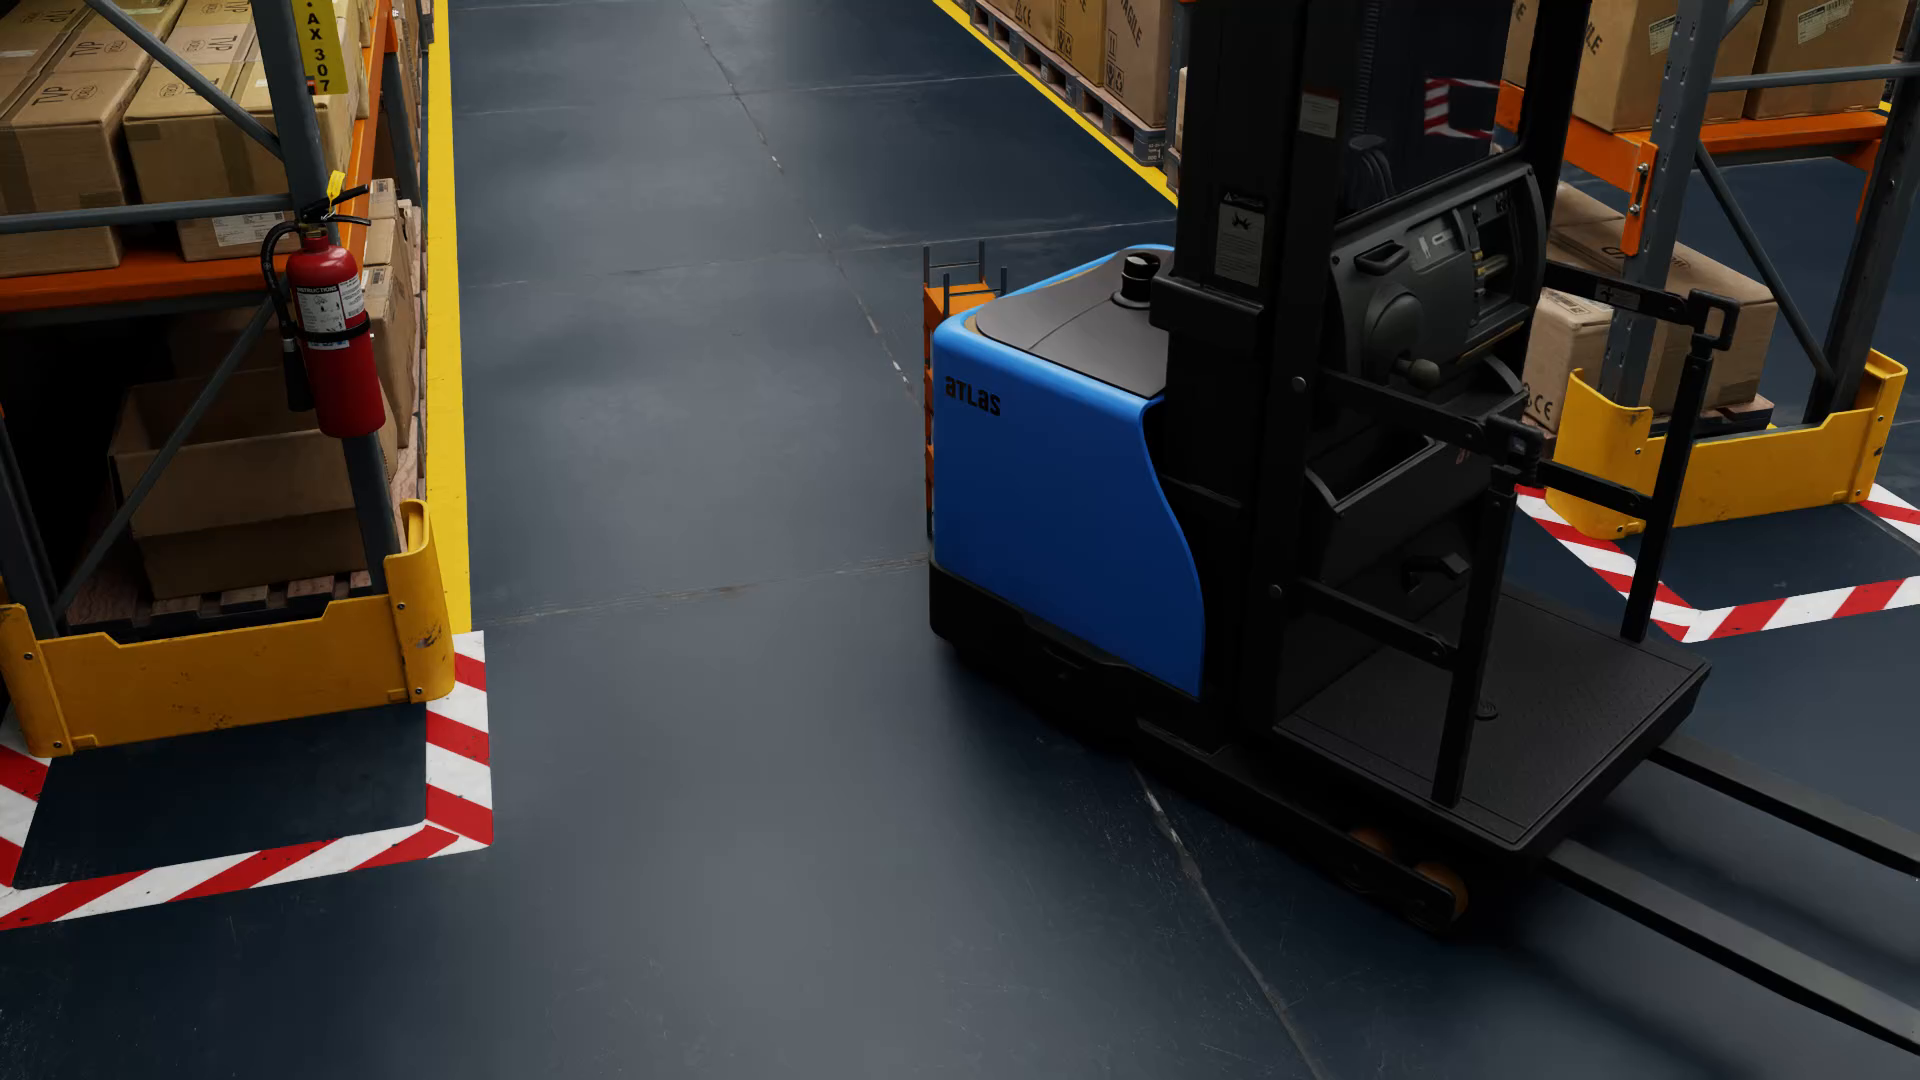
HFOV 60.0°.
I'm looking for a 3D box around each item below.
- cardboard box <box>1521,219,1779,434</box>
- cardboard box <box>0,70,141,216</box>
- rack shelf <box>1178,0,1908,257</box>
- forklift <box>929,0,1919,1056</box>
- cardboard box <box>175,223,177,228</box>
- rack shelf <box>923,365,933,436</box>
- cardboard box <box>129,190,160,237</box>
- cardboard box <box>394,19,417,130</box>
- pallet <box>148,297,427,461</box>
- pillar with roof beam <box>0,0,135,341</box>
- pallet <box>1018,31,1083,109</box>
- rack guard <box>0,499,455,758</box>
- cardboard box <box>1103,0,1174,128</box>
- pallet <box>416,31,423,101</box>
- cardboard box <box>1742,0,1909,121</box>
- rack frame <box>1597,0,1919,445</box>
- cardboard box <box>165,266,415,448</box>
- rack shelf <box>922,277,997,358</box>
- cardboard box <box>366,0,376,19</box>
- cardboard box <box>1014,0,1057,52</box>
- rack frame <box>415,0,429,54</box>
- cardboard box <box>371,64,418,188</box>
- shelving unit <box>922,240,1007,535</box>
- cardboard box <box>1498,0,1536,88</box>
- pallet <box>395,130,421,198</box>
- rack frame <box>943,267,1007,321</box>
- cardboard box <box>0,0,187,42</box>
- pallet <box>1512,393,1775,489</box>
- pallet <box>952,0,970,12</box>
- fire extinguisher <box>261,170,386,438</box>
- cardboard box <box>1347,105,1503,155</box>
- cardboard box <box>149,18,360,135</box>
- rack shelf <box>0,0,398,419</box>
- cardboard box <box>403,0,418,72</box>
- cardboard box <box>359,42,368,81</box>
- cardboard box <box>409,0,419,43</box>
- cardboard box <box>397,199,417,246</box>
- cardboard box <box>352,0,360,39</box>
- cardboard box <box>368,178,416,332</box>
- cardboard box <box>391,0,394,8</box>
[{"bbox_3d":[2.422,-0.839,6.344,0.875,0.438,0.875,-9,31,-15],"label":"cardboard box"},{"bbox_3d":[-2.469,-1.050,4.423,0.500,0.250,0.500,-7,31,-12],"label":"cardboard box"},{"bbox_3d":[2.163,-2.116,7.129,1.077,0.370,4.000,-8,31,-13],"label":"rack shelf"},{"bbox_3d":[1.310,-0.604,3.868,3.031,2.935,1.130,26,39,37],"label":"forklift"},{"bbox_3d":[-2.026,-1.003,4.739,0.380,0.149,0.250,-7,31,-12],"label":"cardboard box"},{"bbox_3d":[0.014,-0.419,5.448,0.215,0.259,0.240,-8,31,-13],"label":"rack shelf"},{"bbox_3d":[-2.446,-0.946,4.640,0.380,0.149,0.250,-7,31,-12],"label":"cardboard box"},{"bbox_3d":[-3.343,-2.592,9.310,0.500,0.500,0.500,-9,31,-15],"label":"cardboard box"},{"bbox_3d":[-2.644,-0.602,6.580,1.003,0.211,1.213,-8,31,-13],"label":"pallet"},{"bbox_3d":[0.314,-5.444,6.173,9.100,9.000,0.400,-8,31,-13],"label":"pillar with roof beam"},{"bbox_3d":[1.027,-3.139,10.963,1.003,0.211,1.213,-8,31,-13],"label":"pallet"},{"bbox_3d":[-2.111,0.246,4.826,1.175,0.500,0.348,-8,31,-13],"label":"rack guard"},{"bbox_3d":[1.390,-2.944,9.544,0.875,0.875,0.875,-7,31,-12],"label":"cardboard box"},{"bbox_3d":[-4.053,-3.091,10.879,1.003,0.211,1.213,-8,31,-13],"label":"pallet"},{"bbox_3d":[2.843,-1.774,5.722,0.500,0.500,0.500,-8,31,-14],"label":"cardboard box"},{"bbox_3d":[2.694,-1.461,5.280,1.000,3.000,0.127,-8,31,-13],"label":"rack frame"},{"bbox_3d":[-2.351,-0.625,5.912,0.700,0.500,0.500,-7,31,-11],"label":"cardboard box"},{"bbox_3d":[0.014,-0.665,5.306,0.215,0.259,0.240,-8,31,-13],"label":"rack shelf"},{"bbox_3d":[-2.642,-2.257,6.906,0.380,0.149,0.250,-7,31,-12],"label":"cardboard box"},{"bbox_3d":[0.906,-3.811,11.042,0.875,0.875,0.875,-7,31,-13],"label":"cardboard box"},{"bbox_3d":[-4.214,-4.663,10.812,1.000,3.000,0.127,-8,31,-13],"label":"rack frame"},{"bbox_3d":[-3.064,-2.095,8.451,0.500,0.500,0.500,-7,31,-11],"label":"cardboard box"},{"bbox_3d":[0.014,-0.429,5.442,0.215,1.050,0.252,-8,31,-13],"label":"shelving unit"},{"bbox_3d":[2.192,-1.947,6.019,0.500,0.500,0.500,-8,31,-14],"label":"cardboard box"},{"bbox_3d":[-3.405,-1.912,8.843,1.003,0.211,1.213,-8,31,-13],"label":"pallet"},{"bbox_3d":[0.047,-0.370,5.341,0.200,1.050,0.008,-8,31,-13],"label":"rack frame"},{"bbox_3d":[-2.732,-1.539,5.268,0.500,0.250,0.500,-7,31,-12],"label":"cardboard box"},{"bbox_3d":[2.406,-0.630,6.628,1.003,0.211,1.213,-8,31,-13],"label":"pallet"},{"bbox_3d":[0.364,-4.496,13.307,1.003,0.211,1.213,-8,31,-13],"label":"pallet"},{"bbox_3d":[-1.606,-0.595,4.233,0.296,0.674,0.183,-8,31,-13],"label":"fire extinguisher"},{"bbox_3d":[1.933,-1.716,7.859,0.875,0.438,0.875,-9,31,-15],"label":"cardboard box"},{"bbox_3d":[-2.086,-1.362,4.961,0.500,0.250,0.500,-8,31,-13],"label":"cardboard box"},{"bbox_3d":[-2.622,-1.454,5.986,1.077,0.370,4.000,-8,31,-13],"label":"rack shelf"},{"bbox_3d":[-3.631,-3.092,10.174,0.500,0.500,0.500,-7,31,-11],"label":"cardboard box"},{"bbox_3d":[-2.297,-1.639,5.838,0.380,0.149,0.250,-7,31,-12],"label":"cardboard box"},{"bbox_3d":[-3.895,-3.587,11.030,0.500,0.500,0.500,-7,31,-12],"label":"cardboard box"},{"bbox_3d":[-2.722,-1.449,7.686,0.380,0.149,0.250,-9,31,-15],"label":"cardboard box"},{"bbox_3d":[-2.380,-1.850,5.805,0.500,0.250,0.500,-9,31,-15],"label":"cardboard box"},{"bbox_3d":[-2.627,-1.127,6.778,0.700,0.500,0.500,-9,31,-15],"label":"cardboard box"},{"bbox_3d":[-3.514,-3.195,9.704,0.380,0.149,0.250,-9,31,-16],"label":"cardboard box"}]
